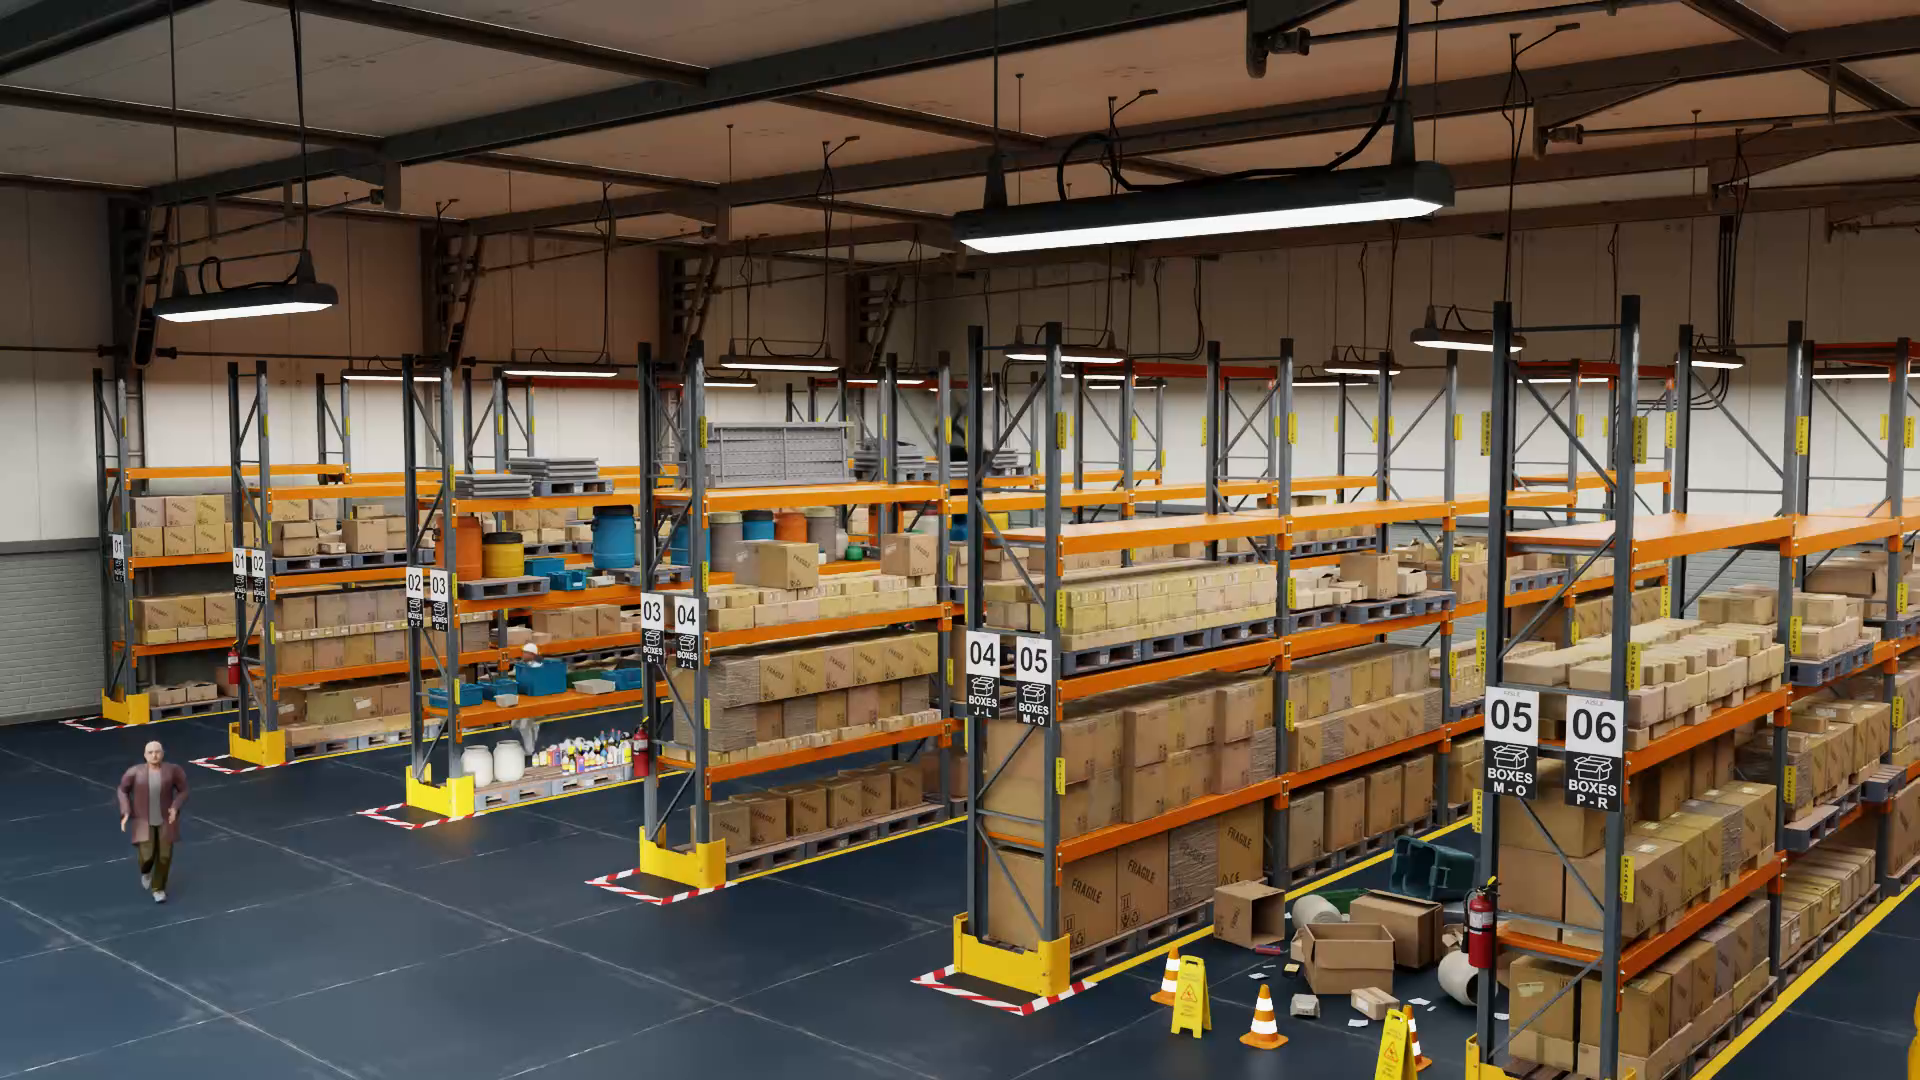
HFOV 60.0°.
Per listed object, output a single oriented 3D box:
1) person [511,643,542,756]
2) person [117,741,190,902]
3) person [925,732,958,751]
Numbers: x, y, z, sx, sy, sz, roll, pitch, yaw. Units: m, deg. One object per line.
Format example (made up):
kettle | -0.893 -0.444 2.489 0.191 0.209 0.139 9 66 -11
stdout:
person | -6.596 2.445 25.447 0.672 1.728 0.573 3 5 34
person | -8.594 3.000 17.749 0.696 1.726 0.671 -2 5 -28
person | -0.310 2.479 25.005 0.608 1.729 0.771 3 5 39
